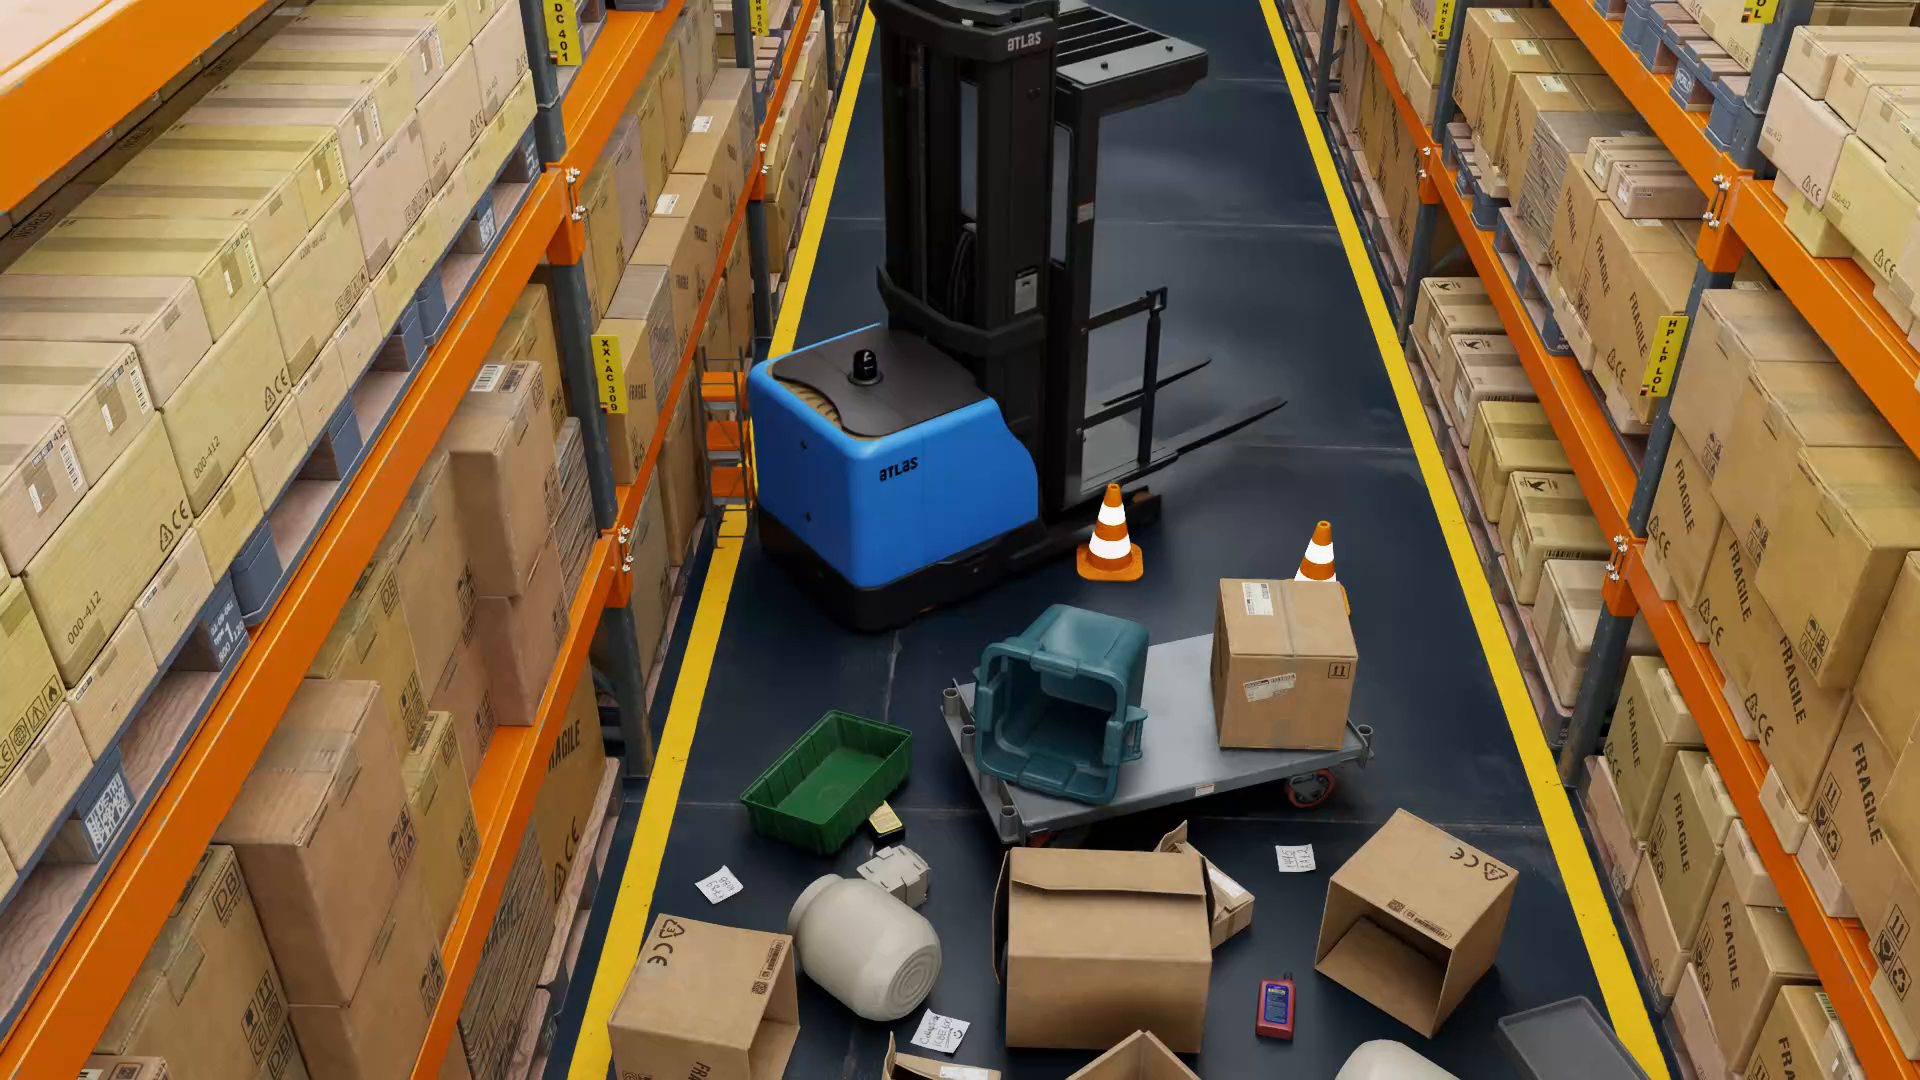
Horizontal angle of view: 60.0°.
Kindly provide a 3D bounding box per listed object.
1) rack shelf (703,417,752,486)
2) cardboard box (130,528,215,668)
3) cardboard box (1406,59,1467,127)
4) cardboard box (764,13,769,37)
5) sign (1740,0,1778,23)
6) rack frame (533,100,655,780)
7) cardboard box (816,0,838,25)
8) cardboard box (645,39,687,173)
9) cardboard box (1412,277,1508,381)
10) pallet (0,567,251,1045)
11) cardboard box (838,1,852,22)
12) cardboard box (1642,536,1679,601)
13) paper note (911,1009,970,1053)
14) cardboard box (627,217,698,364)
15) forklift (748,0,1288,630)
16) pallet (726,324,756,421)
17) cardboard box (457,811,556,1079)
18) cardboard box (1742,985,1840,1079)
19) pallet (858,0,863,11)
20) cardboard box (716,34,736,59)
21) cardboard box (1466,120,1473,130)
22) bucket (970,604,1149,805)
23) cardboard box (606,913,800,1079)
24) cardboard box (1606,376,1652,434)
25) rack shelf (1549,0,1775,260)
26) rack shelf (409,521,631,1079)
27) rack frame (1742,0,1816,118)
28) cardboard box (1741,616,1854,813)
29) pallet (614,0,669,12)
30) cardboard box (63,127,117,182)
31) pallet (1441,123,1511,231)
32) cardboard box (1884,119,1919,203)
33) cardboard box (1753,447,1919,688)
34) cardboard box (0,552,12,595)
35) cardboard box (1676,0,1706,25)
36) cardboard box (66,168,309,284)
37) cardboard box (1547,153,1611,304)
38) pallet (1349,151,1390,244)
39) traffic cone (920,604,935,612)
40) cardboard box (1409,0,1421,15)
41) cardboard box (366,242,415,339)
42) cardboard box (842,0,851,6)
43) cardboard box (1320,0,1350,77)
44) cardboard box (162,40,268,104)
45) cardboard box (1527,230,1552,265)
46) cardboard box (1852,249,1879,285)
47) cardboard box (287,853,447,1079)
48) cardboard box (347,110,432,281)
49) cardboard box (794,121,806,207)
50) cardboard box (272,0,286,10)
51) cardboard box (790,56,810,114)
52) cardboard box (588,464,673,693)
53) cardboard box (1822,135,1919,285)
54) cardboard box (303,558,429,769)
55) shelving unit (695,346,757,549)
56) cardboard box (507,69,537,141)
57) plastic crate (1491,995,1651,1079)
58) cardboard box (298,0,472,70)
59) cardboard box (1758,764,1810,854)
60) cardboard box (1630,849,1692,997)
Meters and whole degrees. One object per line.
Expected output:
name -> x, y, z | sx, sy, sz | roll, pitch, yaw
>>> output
rack shelf -> -1.177, -0.449, 8.439 | 0.215, 0.259, 0.240 | 0, 35, 0
cardboard box -> -1.643, 0.101, 3.101 | 0.380, 0.149, 0.250 | 2, 35, 2
cardboard box -> 3.026, -2.712, 10.076 | 0.500, 0.250, 0.500 | 0, 35, 0
cardboard box -> -1.435, -3.319, 10.662 | 0.380, 0.149, 0.250 | 3, 35, 4
sign -> 2.549, -1.789, 5.232 | 0.100, 0.325, 0.005 | 1, 35, 2
rack frame -> -1.846, -0.235, 6.421 | 1.000, 3.000, 0.127 | 1, 35, 2
cardboard box -> -1.234, -4.430, 13.987 | 0.380, 0.149, 0.250 | 3, 35, 4
cardboard box -> -1.751, -2.140, 8.175 | 0.700, 0.500, 0.500 | 1, 35, 1
cardboard box -> 3.232, -1.249, 9.784 | 0.950, 0.372, 0.625 | -1, 35, -1
pallet -> -1.987, 0.446, 2.921 | 1.003, 0.211, 1.213 | 1, 35, 2
cardboard box -> -1.178, -4.785, 15.009 | 0.380, 0.149, 0.250 | 0, 35, 1
cardboard box -> 2.771, 0.098, 6.166 | 0.380, 0.149, 0.250 | 1, 35, 2
paper note -> -0.072, 1.806, 6.107 | 0.172, 0.023, 0.155 | 13, 37, 18
cardboard box -> -1.514, -1.149, 7.635 | 0.500, 0.500, 0.500 | 1, 35, 2
forklift -> 0.448, -1.446, 8.204 | 3.031, 2.935, 1.130 | -23, 41, -29
pallet -> -1.792, -0.941, 9.851 | 1.003, 0.211, 1.213 | 1, 35, 2
cardboard box -> -1.974, 1.340, 5.662 | 0.875, 0.875, 0.875 | 2, 35, 2
cardboard box -> 2.760, 1.710, 5.028 | 0.500, 0.500, 0.500 | 1, 35, 1
pallet -> -1.435, -5.479, 16.308 | 1.003, 0.211, 1.213 | 1, 35, 2
cardboard box -> -1.465, -2.997, 9.945 | 0.380, 0.149, 0.250 | 3, 35, 4
cardboard box -> 3.066, -2.363, 9.303 | 0.380, 0.149, 0.250 | -1, 35, -1
bucket -> 0.452, 0.614, 6.738 | 0.726, 0.611, 0.620 | 13, 27, 18
cardboard box -> -0.883, 1.702, 5.836 | 0.500, 0.500, 0.500 | 7, 36, 10
cardboard box -> 2.849, -0.550, 6.722 | 0.380, 0.149, 0.250 | 2, 35, 3
rack shelf -> 3.184, -2.261, 7.320 | 1.077, 0.370, 4.000 | 1, 35, 2
rack shelf -> -1.926, 1.209, 4.993 | 1.077, 0.370, 4.000 | 1, 35, 2
rack frame -> 3.104, -2.633, 4.616 | 1.000, 3.000, 0.127 | 1, 35, 2
cardboard box -> 2.778, 0.482, 5.055 | 0.500, 0.500, 0.500 | 1, 35, 1
pallet -> -1.700, -2.669, 7.440 | 1.003, 0.211, 1.213 | 3, 35, 4
cardboard box -> -2.250, -0.966, 3.925 | 0.380, 0.149, 0.250 | 1, 35, 2
pallet -> 3.342, -1.986, 9.080 | 1.213, 0.211, 1.003 | 1, 35, 2
cardboard box -> 2.727, -1.004, 4.432 | 0.380, 0.149, 0.250 | 1, 35, 2
cardboard box -> 2.780, 0.078, 4.760 | 0.700, 0.500, 0.500 | 1, 35, 1
cardboard box -> -1.664, 0.072, 2.449 | 0.380, 0.149, 0.250 | 2, 35, 2
cardboard box -> 3.008, -2.146, 6.297 | 0.500, 0.250, 0.500 | 2, 35, 2
cardboard box -> -1.613, -0.662, 3.493 | 0.380, 0.149, 0.250 | 2, 35, 3
cardboard box -> 2.939, -1.365, 7.318 | 0.500, 0.500, 0.500 | 2, 35, 4
pallet -> 3.423, -2.486, 12.050 | 1.003, 0.211, 1.213 | 1, 35, 2
traffic cone -> -0.283, 0.067, 8.197 | 0.336, 0.463, 0.334 | 1, 35, 2
cardboard box -> 3.036, -3.525, 10.146 | 0.500, 0.500, 0.500 | 2, 35, 3
cardboard box -> -1.591, -0.623, 4.132 | 0.380, 0.149, 0.250 | 1, 35, 1
cardboard box -> -1.175, -4.903, 14.919 | 0.380, 0.149, 0.250 | 1, 35, 2
cardboard box -> 3.558, -4.257, 14.007 | 0.875, 0.438, 0.875 | 1, 35, 1
cardboard box -> -2.164, -1.171, 4.564 | 0.500, 0.250, 0.500 | 1, 35, 2
cardboard box -> 2.952, -1.436, 7.983 | 0.380, 0.149, 0.250 | 2, 35, 3
cardboard box -> 2.880, -0.835, 4.886 | 0.380, 0.149, 0.250 | 1, 35, 2
cardboard box -> -1.889, 1.152, 4.317 | 0.875, 0.550, 0.550 | 1, 35, 2
cardboard box -> -1.652, -0.869, 4.134 | 0.500, 0.250, 0.500 | 1, 35, 1
cardboard box -> -1.370, -2.667, 11.690 | 0.500, 0.500, 0.500 | 0, 35, 1
cardboard box -> -2.200, -1.697, 4.966 | 0.380, 0.149, 0.250 | 2, 35, 2
cardboard box -> -1.343, -3.254, 11.874 | 0.500, 0.250, 0.500 | 0, 35, 0
cardboard box -> -1.911, 0.155, 7.458 | 1.050, 0.750, 0.750 | 1, 35, 2
cardboard box -> 2.801, -0.923, 4.664 | 0.500, 0.250, 0.500 | 1, 35, 1
cardboard box -> -1.974, 0.404, 4.443 | 0.875, 0.550, 0.500 | 1, 35, 2
shelving unit -> -1.177, -0.458, 8.433 | 0.215, 1.050, 0.252 | 0, 35, 0
cardboard box -> -1.541, -1.355, 5.173 | 0.380, 0.149, 0.250 | 1, 35, 2
plastic crate -> 2.222, 1.899, 5.924 | 0.402, 0.080, 0.583 | -10, 36, -14
cardboard box -> -1.563, -1.391, 4.531 | 0.380, 0.149, 0.250 | 1, 35, 2
cardboard box -> 2.710, 0.833, 5.121 | 0.380, 0.149, 0.250 | 1, 35, 2
cardboard box -> 2.800, 1.414, 6.101 | 0.500, 0.250, 0.500 | 3, 35, 5
